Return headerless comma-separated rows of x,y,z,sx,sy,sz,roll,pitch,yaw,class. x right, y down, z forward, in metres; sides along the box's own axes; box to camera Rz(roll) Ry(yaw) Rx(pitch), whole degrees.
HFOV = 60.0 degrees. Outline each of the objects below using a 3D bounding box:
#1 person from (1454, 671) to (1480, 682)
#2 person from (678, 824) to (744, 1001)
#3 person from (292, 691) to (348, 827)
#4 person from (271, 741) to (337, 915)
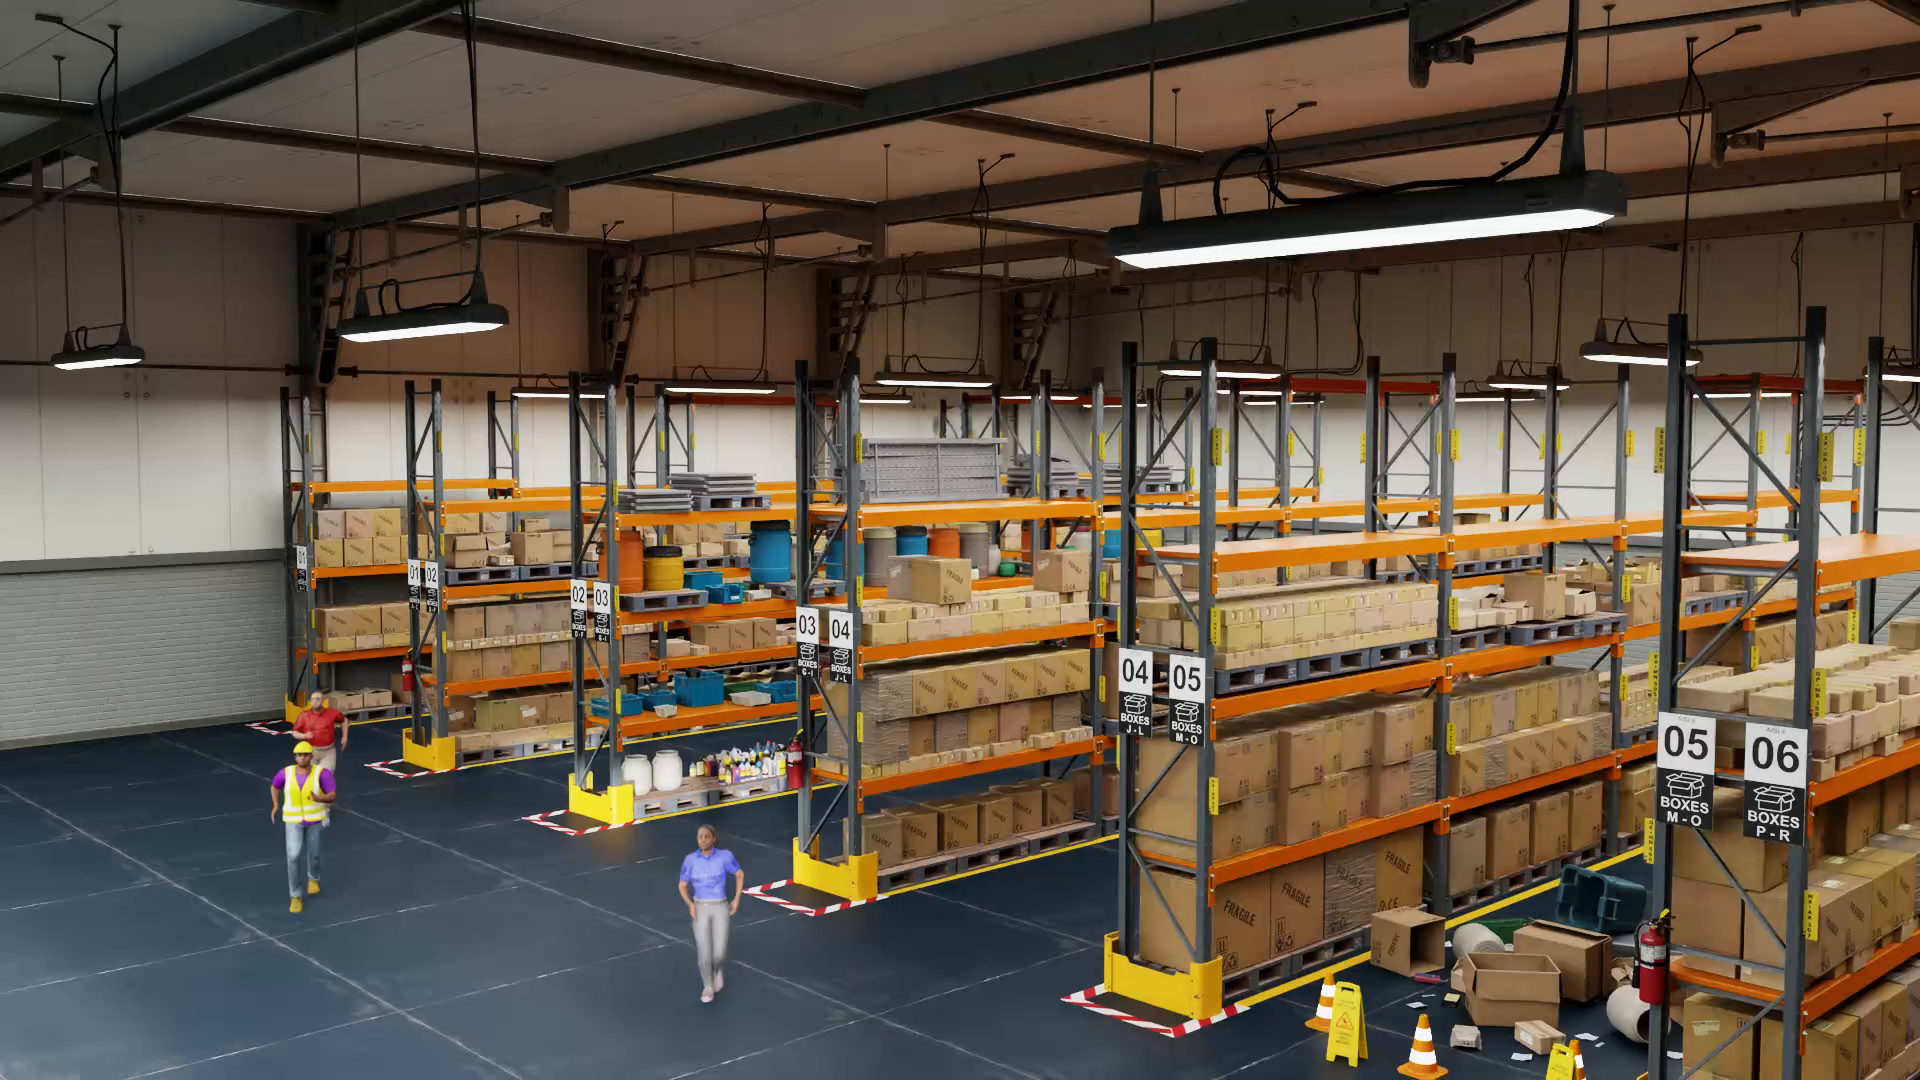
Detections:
7.702,2.663,25.181,1.022,1.805,0.688,-3,5,-38,person
-2.270,3.395,15.119,0.588,1.617,0.500,0,4,-4,person
-8.531,2.909,22.150,0.669,1.636,1.042,-1,4,-13,person
-7.184,3.107,18.226,0.677,1.821,0.820,-1,4,-21,person
